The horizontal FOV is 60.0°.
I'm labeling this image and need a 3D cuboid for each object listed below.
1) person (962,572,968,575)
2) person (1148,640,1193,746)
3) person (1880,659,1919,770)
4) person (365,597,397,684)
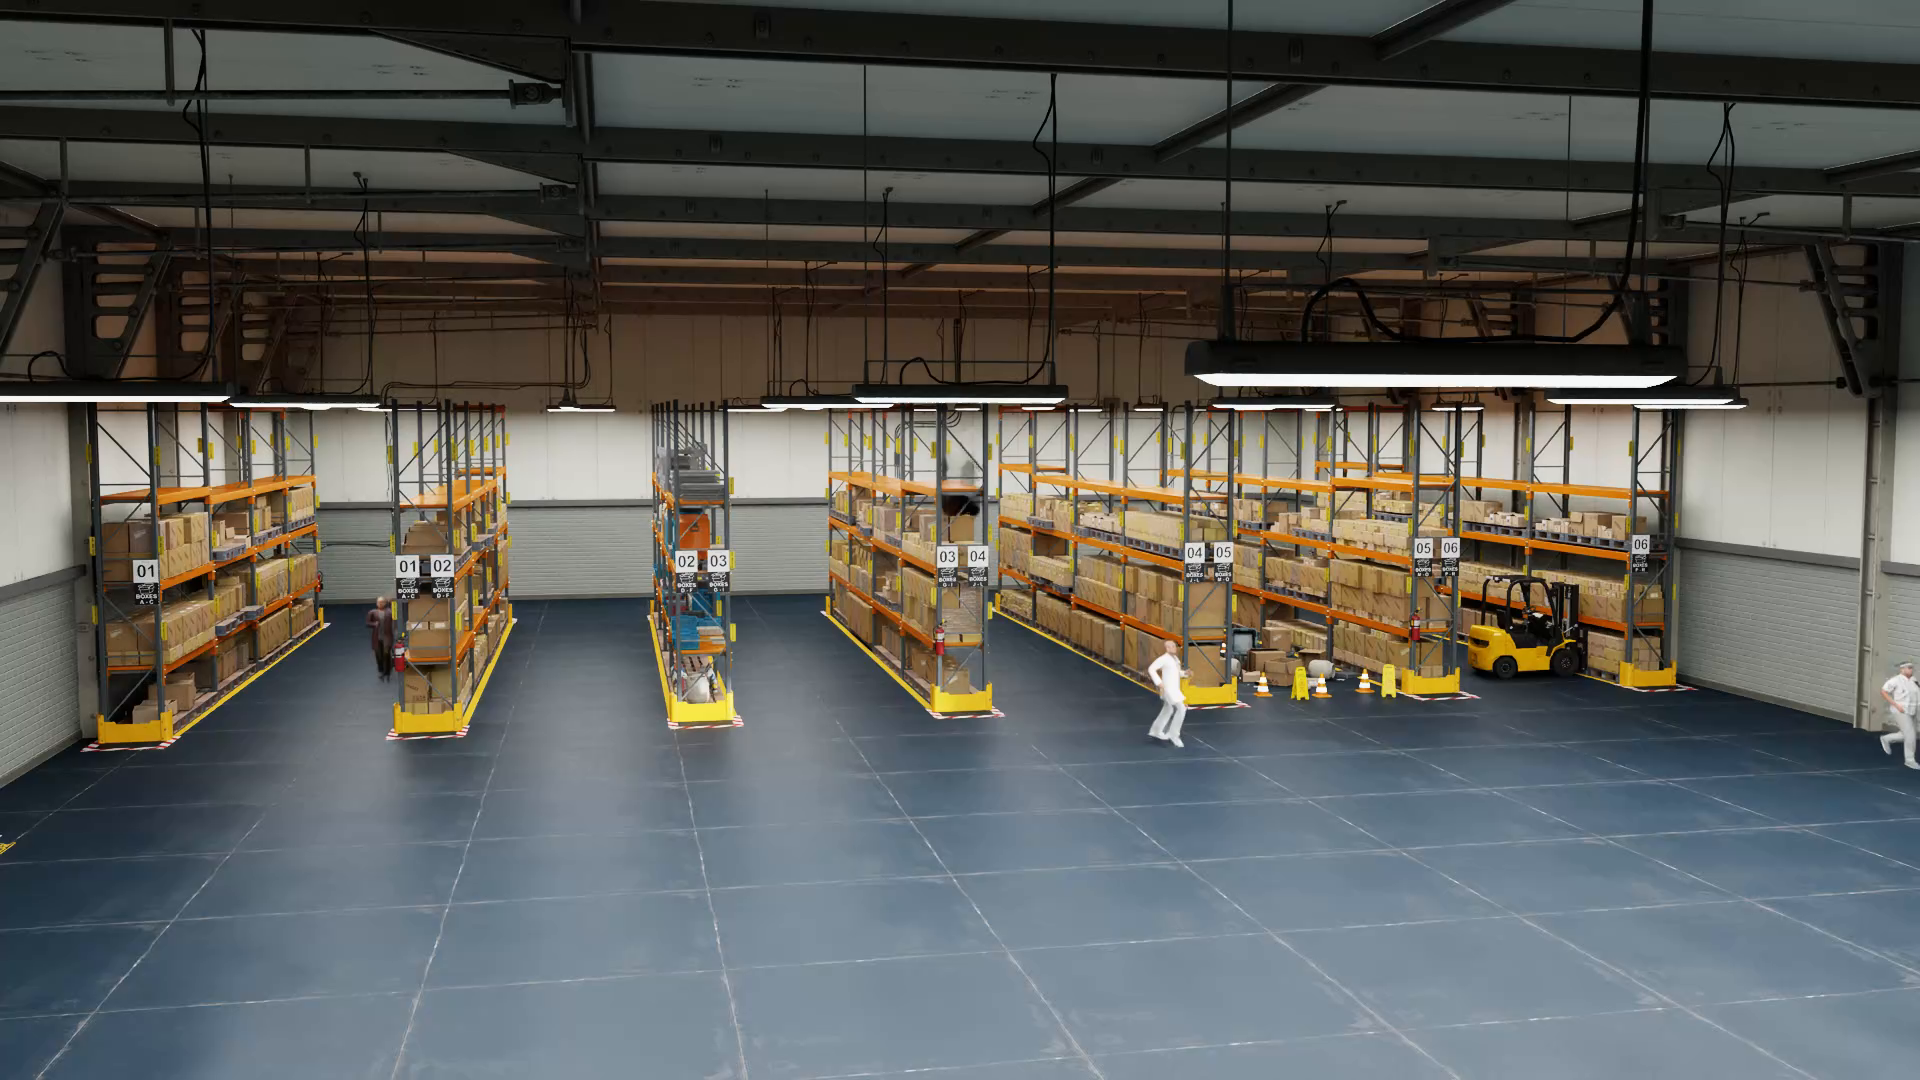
[{"bbox_3d":[0.035,1.290,47.713,0.728,1.684,0.761,0,4,0],"label":"person"},{"bbox_3d":[3.660,2.665,28.907,0.819,1.845,0.673,2,5,24],"label":"person"},{"bbox_3d":[15.392,2.813,27.162,0.663,1.776,0.843,-2,5,-26],"label":"person"},{"bbox_3d":[-12.406,2.141,35.714,0.677,1.846,0.865,-1,4,-10],"label":"person"}]
